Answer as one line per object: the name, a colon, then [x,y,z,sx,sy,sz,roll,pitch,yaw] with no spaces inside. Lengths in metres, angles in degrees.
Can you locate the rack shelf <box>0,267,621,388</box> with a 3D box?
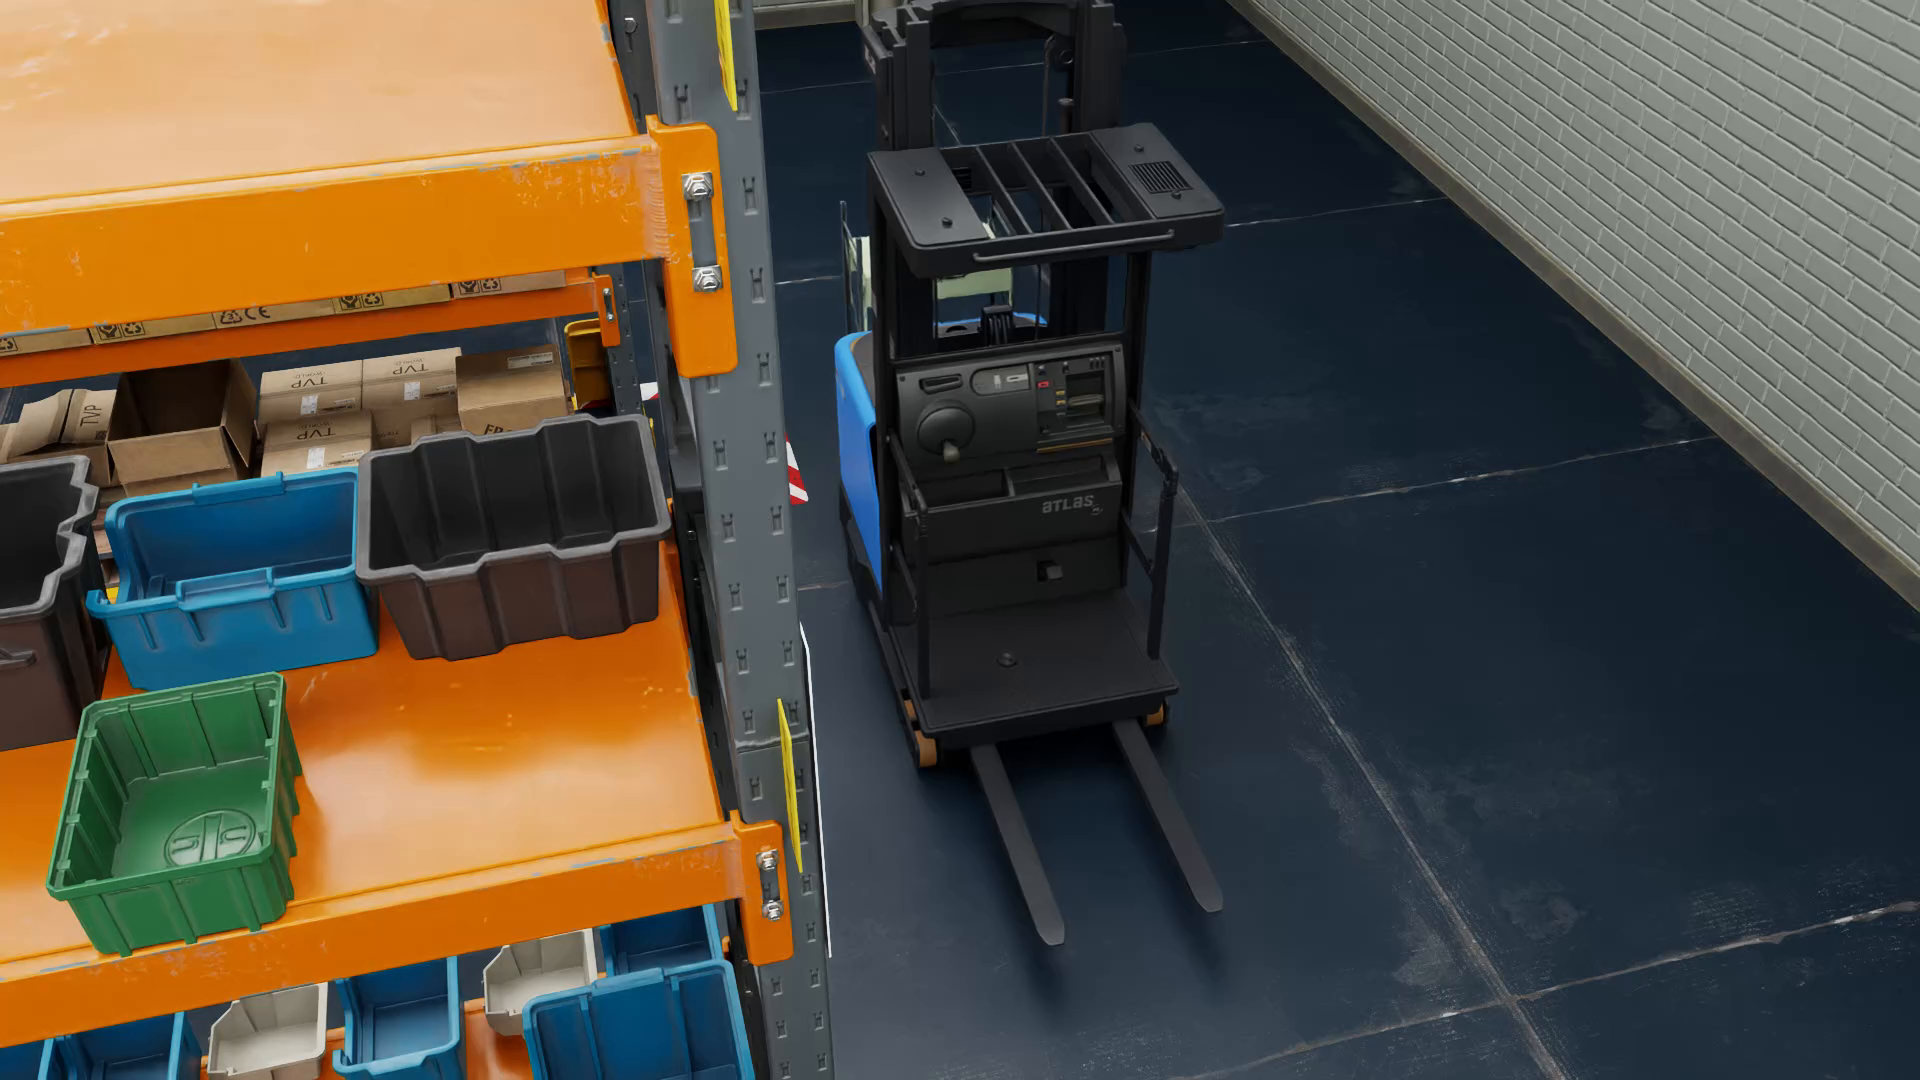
rack shelf: [-3.666,-1.053,7.729,4.000,0.370,1.077,-9,38,-12]

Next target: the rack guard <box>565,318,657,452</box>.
rack guard: [-1.809,-0.651,8.668,0.348,0.500,1.175,-9,38,-12]

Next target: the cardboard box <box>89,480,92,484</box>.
cardboard box: [-4.303,-0.154,7.931,0.250,0.166,0.380,-9,38,-12]

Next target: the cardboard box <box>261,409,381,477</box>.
cardboard box: [-3.121,-0.375,8.151,0.500,0.250,0.500,-9,38,-12]

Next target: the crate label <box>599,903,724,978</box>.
crate label: [-0.772,1.139,4.360,0.303,0.233,0.416,-9,38,-12]

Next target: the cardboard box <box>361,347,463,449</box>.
cardboard box: [-2.817,-0.739,8.628,0.500,0.250,0.500,-9,38,-12]

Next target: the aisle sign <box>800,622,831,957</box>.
aisle sign: [-0.302,0.379,3.126,0.004,0.787,0.394,-9,38,-12]

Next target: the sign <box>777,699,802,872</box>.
sign: [-0.289,0.421,2.828,0.005,0.325,0.100,-9,38,-12]

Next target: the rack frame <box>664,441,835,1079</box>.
rack frame: [-0.448,1.251,4.126,0.127,3.000,1.000,-9,38,-12]

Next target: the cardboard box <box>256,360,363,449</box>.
cardboard box: [-3.300,-0.660,8.524,0.500,0.250,0.500,-9,38,-12]

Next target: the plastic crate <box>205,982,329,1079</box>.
plastic crate: [-1.758,1.287,4.245,0.298,0.136,0.250,-9,38,-12]

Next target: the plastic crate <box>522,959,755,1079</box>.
plastic crate: [-0.722,1.375,3.884,0.499,0.435,0.616,-9,38,-12]

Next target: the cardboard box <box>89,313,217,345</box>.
cardboard box: [-3.567,-1.225,7.279,0.500,0.500,0.500,-10,39,-13]

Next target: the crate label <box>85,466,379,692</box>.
crate label: [-1.423,0.075,3.316,0.502,0.251,0.408,-9,38,-12]

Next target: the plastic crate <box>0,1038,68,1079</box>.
plastic crate: [-2.333,1.395,4.025,0.300,0.233,0.416,-9,38,-12]

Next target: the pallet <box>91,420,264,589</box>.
pallet: [-3.754,-0.218,8.341,1.213,0.211,1.003,-9,38,-12]

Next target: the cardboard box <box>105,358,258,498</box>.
cardboard box: [-3.785,-0.506,8.114,0.637,0.503,0.797,-9,38,-12]

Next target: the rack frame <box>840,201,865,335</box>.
rack frame: [-0.506,-0.887,8.155,0.023,1.500,0.400,-9,38,-11]

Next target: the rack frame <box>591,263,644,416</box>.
rack frame: [-1.736,-1.655,7.925,0.127,3.000,1.000,-9,38,-12]

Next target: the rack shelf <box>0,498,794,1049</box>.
rack shelf: [-2.379,0.662,3.019,4.000,0.370,1.077,-9,38,-12]

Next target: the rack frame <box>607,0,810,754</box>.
rack frame: [-0.448,-1.132,2.303,0.127,3.000,1.000,-9,38,-12]

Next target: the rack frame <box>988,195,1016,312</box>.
rack frame: [0.203,-0.998,8.300,0.023,1.500,0.400,-9,38,-11]

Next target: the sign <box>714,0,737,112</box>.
sign: [-0.289,-0.684,1.983,0.005,0.325,0.100,-9,38,-12]

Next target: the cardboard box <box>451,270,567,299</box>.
cardboard box: [-2.097,-1.465,7.593,0.500,0.500,0.500,-8,38,-11]

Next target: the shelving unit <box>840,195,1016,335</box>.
shelving unit: [-0.152,-0.943,8.227,0.755,1.500,0.431,-9,38,-11]

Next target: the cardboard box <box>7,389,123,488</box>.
cardboard box: [-4.397,-0.504,8.270,0.500,0.311,0.500,-9,38,-12]

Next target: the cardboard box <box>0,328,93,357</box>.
cardboard box: [-4.057,-1.143,7.173,0.500,0.500,0.500,-10,38,-12]

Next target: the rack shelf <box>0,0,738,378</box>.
rack shelf: [-2.379,-0.371,2.229,4.000,0.370,1.077,-9,38,-12]

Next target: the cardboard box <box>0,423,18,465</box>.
cardboard box: [-4.775,-0.415,8.288,0.250,0.149,0.380,-9,38,-12]

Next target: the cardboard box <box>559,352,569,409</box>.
cardboard box: [-2.229,-0.833,8.834,0.250,0.149,0.380,-9,38,-12]

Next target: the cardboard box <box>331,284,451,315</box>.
cardboard box: [-2.597,-1.380,7.483,0.500,0.500,0.500,-9,38,-12]

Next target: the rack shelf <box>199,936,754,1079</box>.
rack shelf: [-2.379,1.853,3.930,4.000,0.370,1.077,-9,38,-12]

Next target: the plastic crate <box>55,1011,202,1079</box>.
plastic crate: [-2.043,1.348,4.087,0.300,0.233,0.416,-9,38,-12]

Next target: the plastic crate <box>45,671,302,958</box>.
plastic crate: [-1.326,0.467,2.855,0.336,0.188,0.450,-9,38,-12]

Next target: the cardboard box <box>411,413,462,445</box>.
cardboard box: [-2.611,-0.463,8.335,0.250,0.166,0.380,-9,38,-12]

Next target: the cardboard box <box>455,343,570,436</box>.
cardboard box: [-2.196,-0.607,8.249,0.500,0.500,0.500,-9,38,-12]

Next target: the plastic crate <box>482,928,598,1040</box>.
plastic crate: [-1.103,1.180,4.386,0.298,0.136,0.250,-9,38,-12]

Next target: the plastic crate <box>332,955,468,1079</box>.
plastic crate: [-1.408,1.244,4.223,0.300,0.233,0.416,-9,38,-12]

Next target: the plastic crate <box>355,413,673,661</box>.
plastic crate: [-0.892,0.009,3.388,0.590,0.269,0.497,-9,38,-12]

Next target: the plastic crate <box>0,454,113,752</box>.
plastic crate: [-1.994,0.165,3.128,0.767,0.338,0.504,-9,38,-12]

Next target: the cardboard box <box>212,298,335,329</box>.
cardboard box: [-3.080,-1.304,7.384,0.500,0.500,0.500,-9,38,-12]

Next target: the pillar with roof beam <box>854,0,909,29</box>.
pillar with roof beam: [0.473,-5.353,7.821,0.400,9.000,9.100,-9,38,-12]

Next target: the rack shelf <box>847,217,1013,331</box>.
rack shelf: [-0.152,-1.253,7.990,0.720,0.370,0.431,-9,38,-11]

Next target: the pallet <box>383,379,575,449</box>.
pallet: [-2.578,-0.409,8.590,1.213,0.211,1.003,-9,38,-12]

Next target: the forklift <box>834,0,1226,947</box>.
forklift: [0.265,-0.471,6.433,1.130,2.935,3.031,-9,38,-11]
